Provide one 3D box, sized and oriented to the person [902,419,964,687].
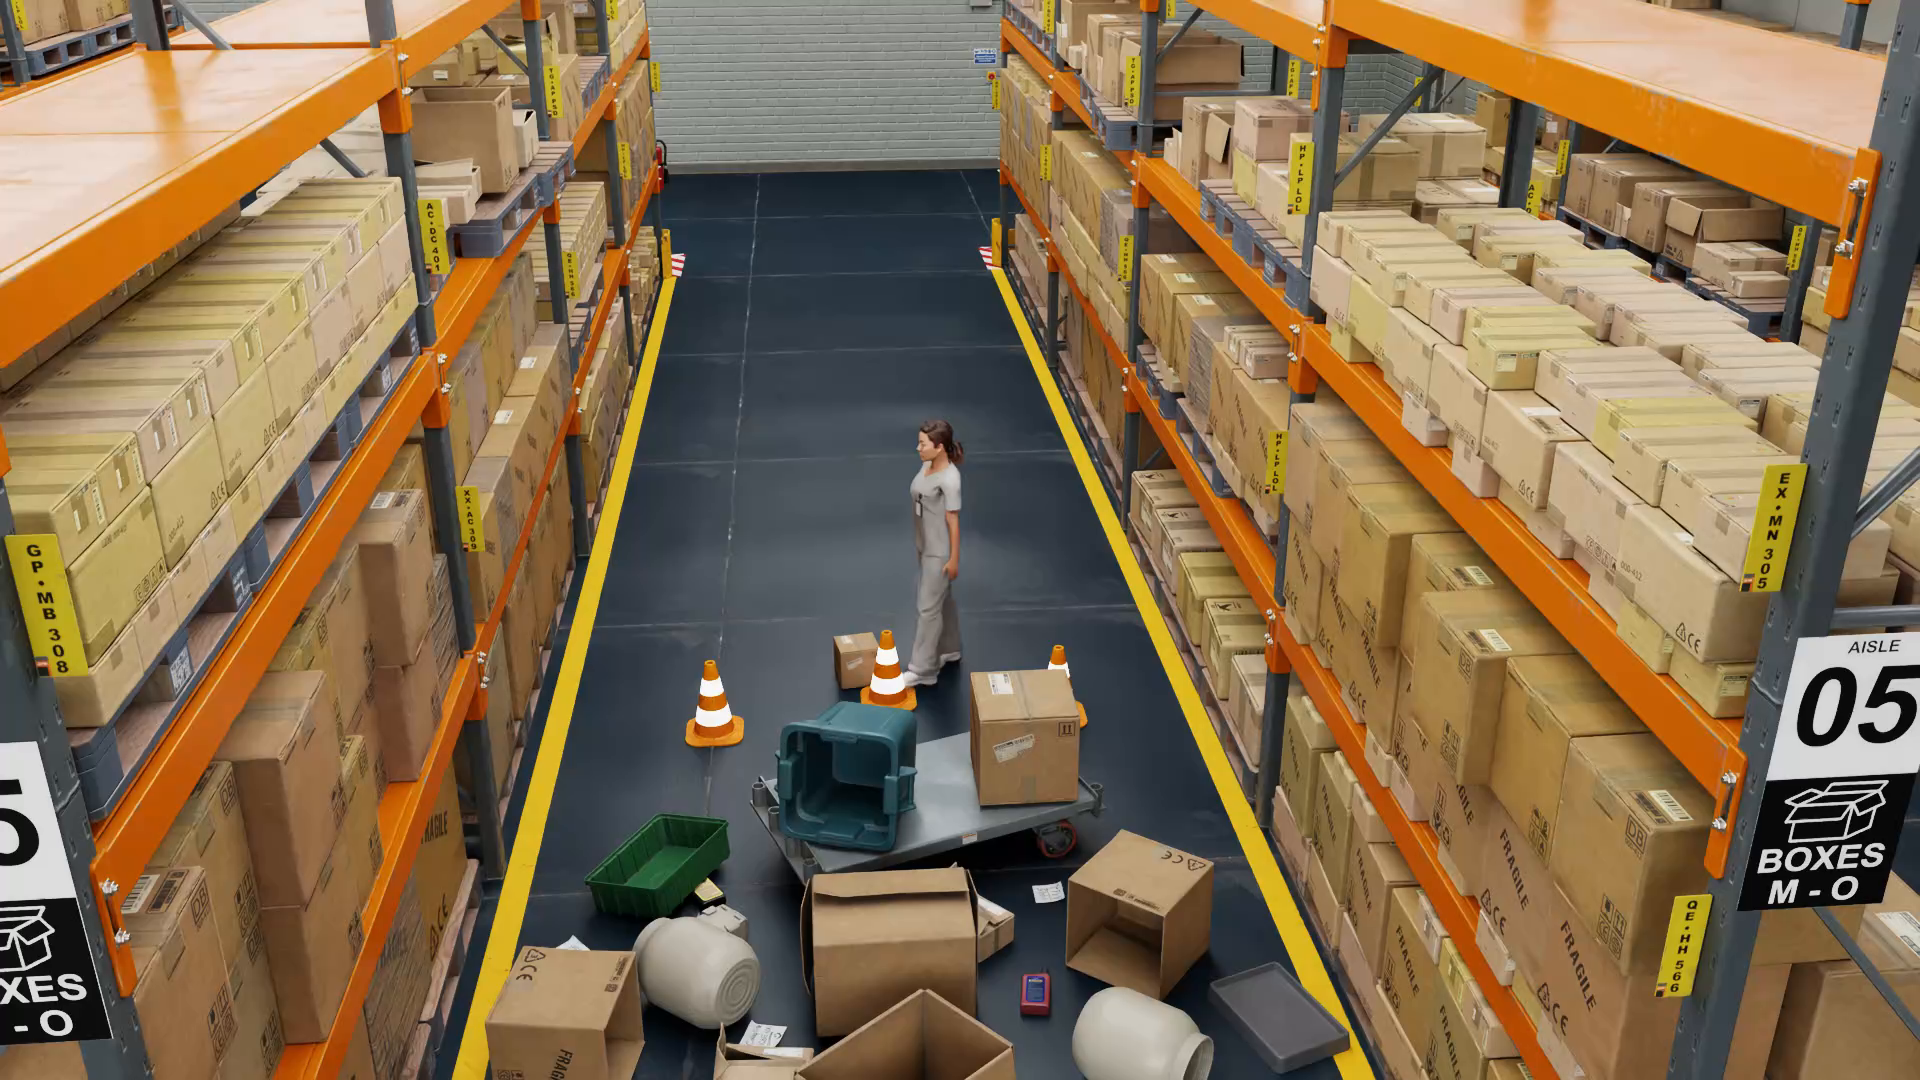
[{"bbox_3d":[-0.210,0.071,10.140,0.573,1.671,0.457,-9,25,-20],"label":"person"}]
